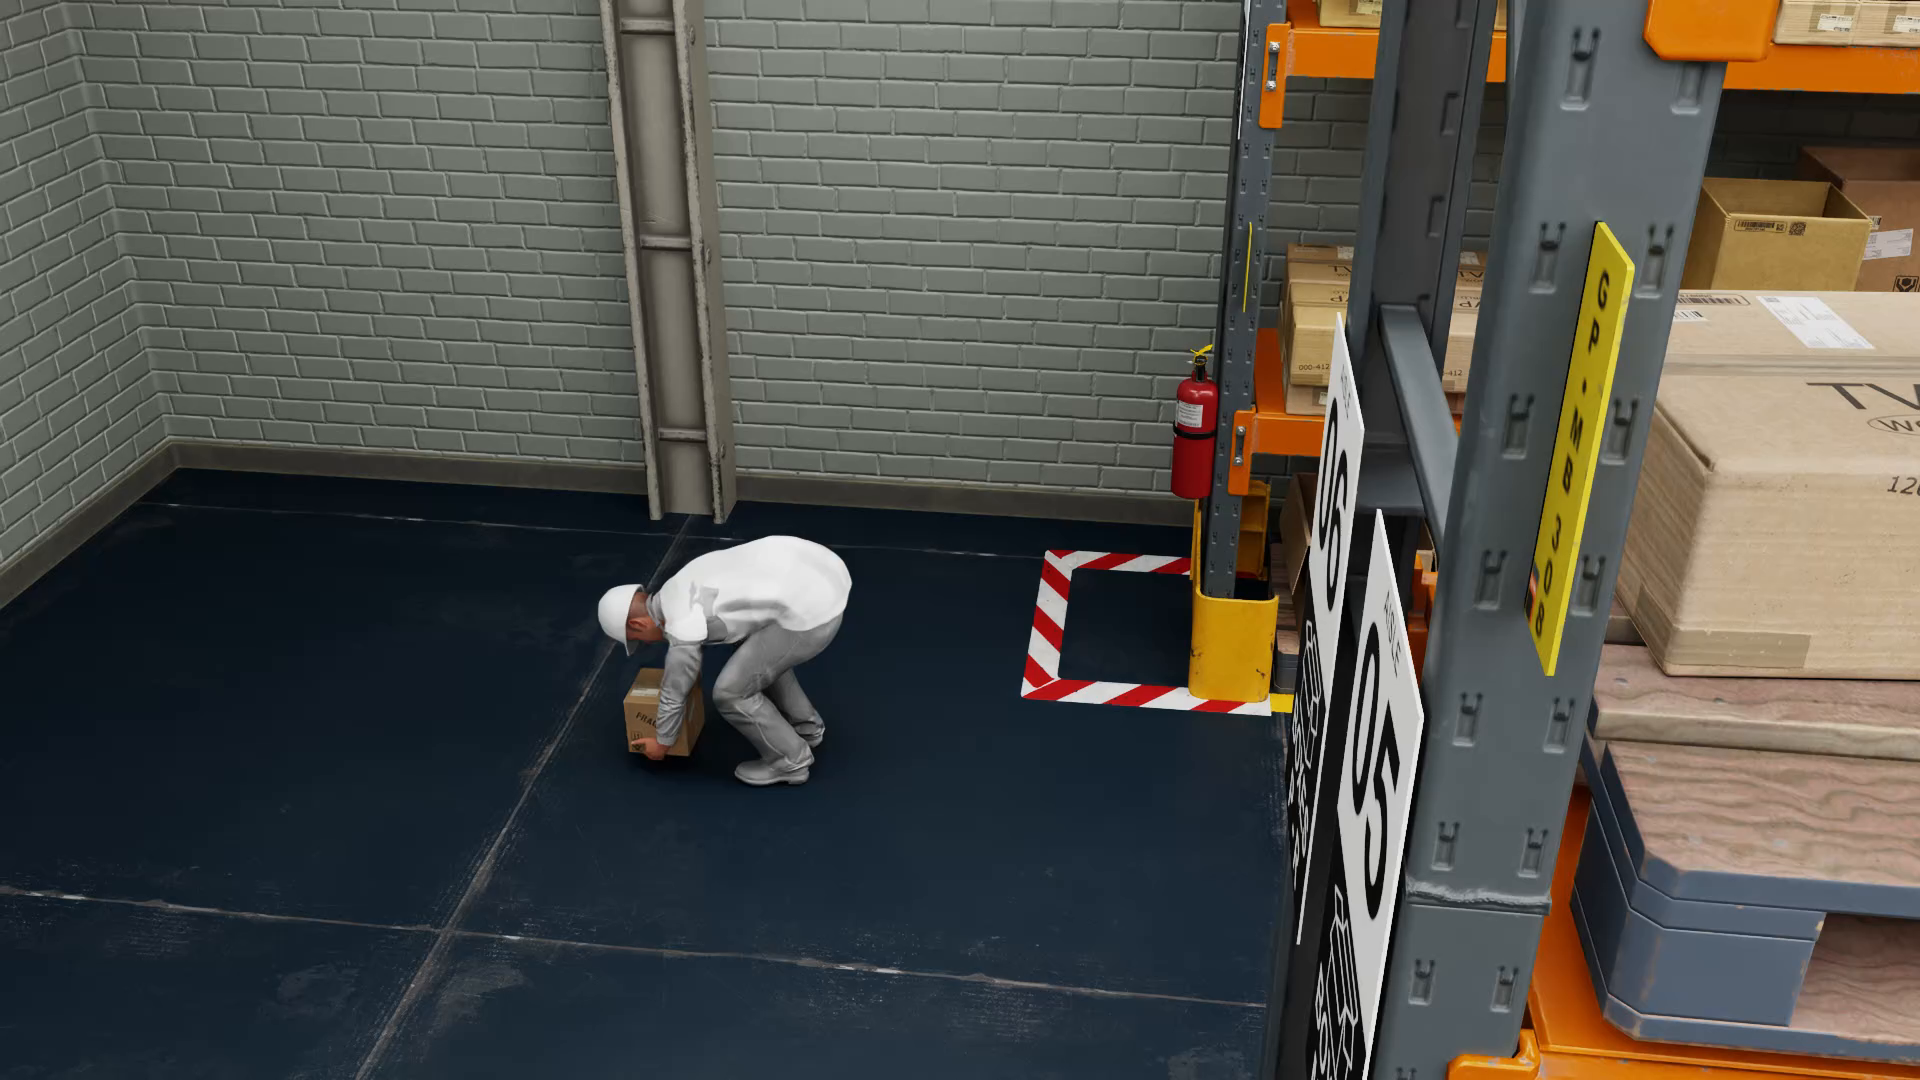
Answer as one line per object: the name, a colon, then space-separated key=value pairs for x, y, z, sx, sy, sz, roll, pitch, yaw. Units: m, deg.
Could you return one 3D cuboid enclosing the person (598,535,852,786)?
person: x=-0.924 y=0.453 z=6.578 sx=0.997 sy=0.988 sz=0.508 roll=2 pitch=28 yaw=4
